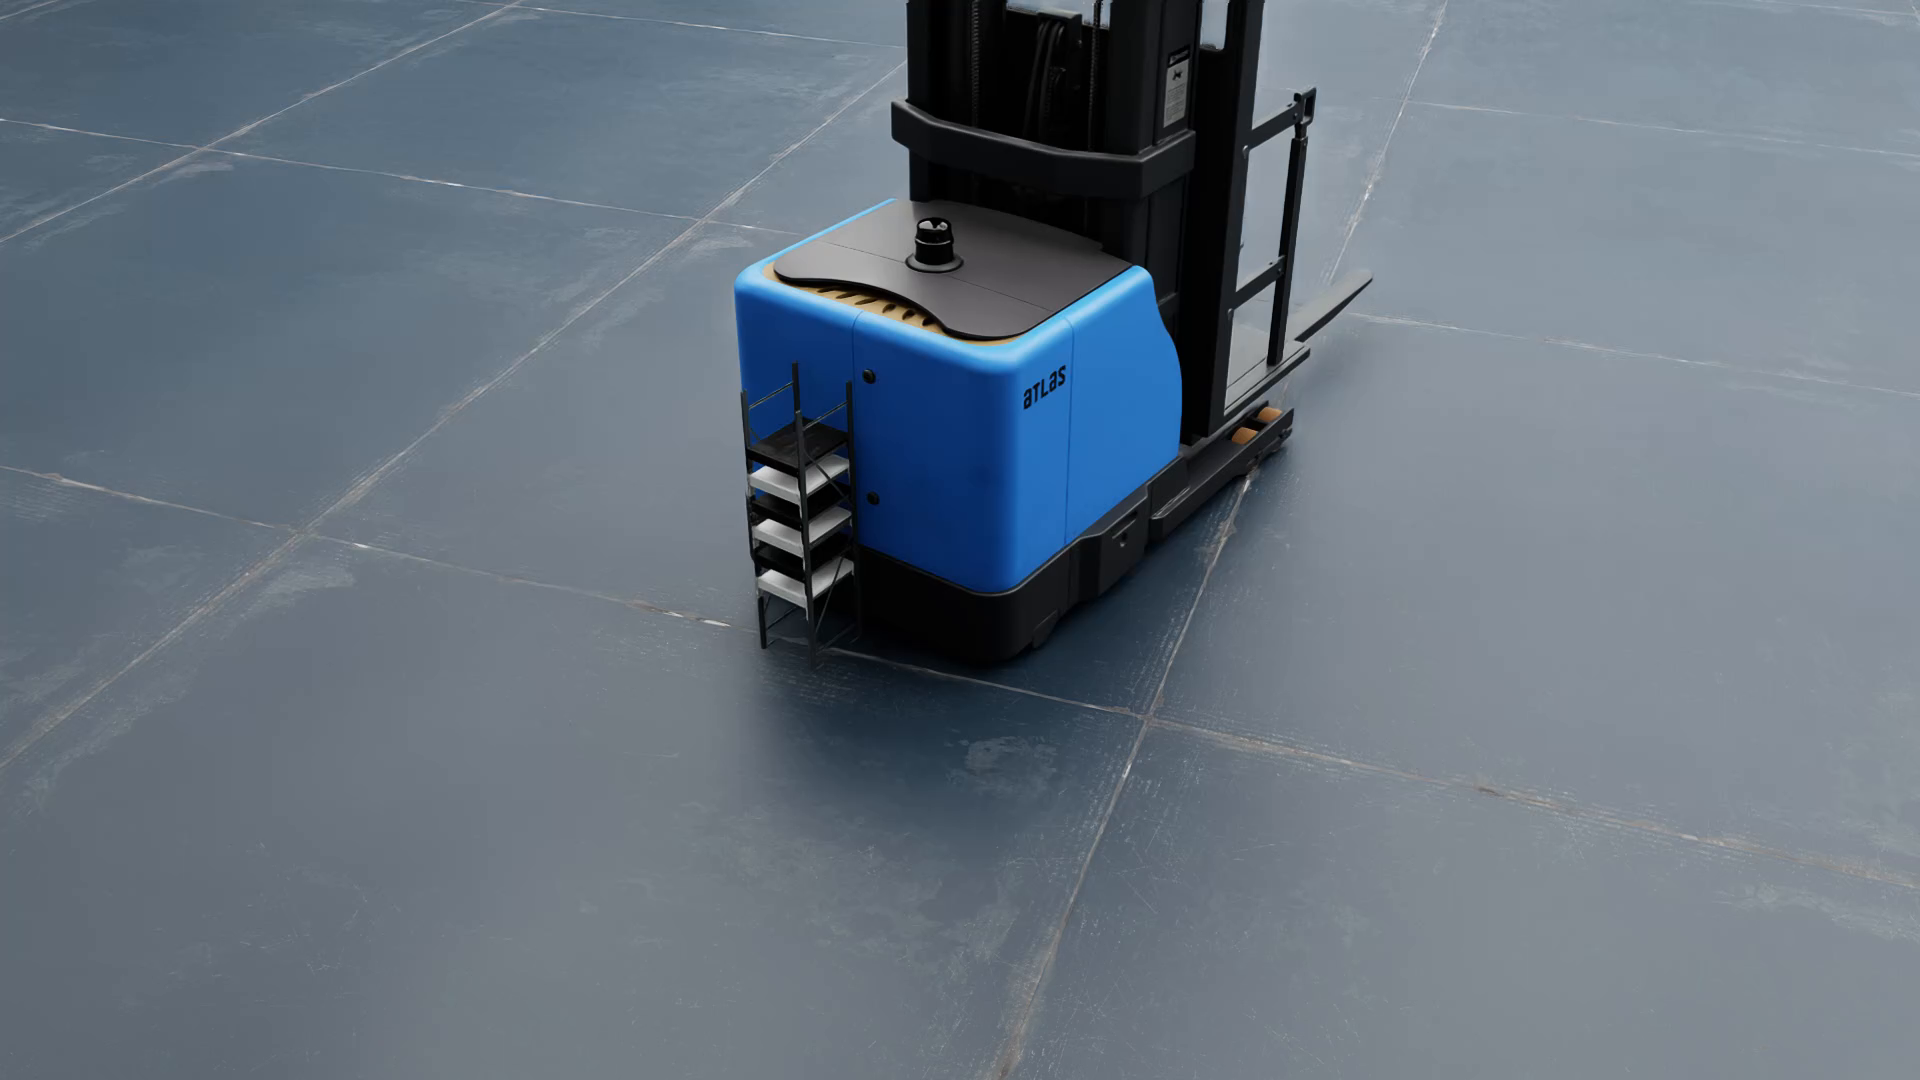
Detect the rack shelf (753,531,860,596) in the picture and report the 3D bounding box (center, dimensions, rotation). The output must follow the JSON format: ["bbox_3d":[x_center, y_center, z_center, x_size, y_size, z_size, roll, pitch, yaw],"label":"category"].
[{"bbox_3d":[-0.461,0.046,5.012,0.200,0.077,0.258,22,39,30],"label":"rack shelf"}]

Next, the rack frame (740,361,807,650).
[{"bbox_3d":[-0.544,-0.090,4.996,0.006,0.900,0.240,22,39,30],"label":"rack frame"}]

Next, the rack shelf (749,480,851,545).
[{"bbox_3d":[-0.462,-0.105,4.914,0.200,0.077,0.258,22,39,30],"label":"rack shelf"}]

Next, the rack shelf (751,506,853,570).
[{"bbox_3d":[-0.462,-0.029,4.963,0.200,0.077,0.258,22,39,30],"label":"rack shelf"}]

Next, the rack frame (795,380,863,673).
[{"bbox_3d":[-0.380,-0.025,4.895,0.006,0.900,0.240,22,39,30],"label":"rack frame"}]

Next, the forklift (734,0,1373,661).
[{"bbox_3d":[0.583,-1.614,5.484,1.130,2.935,3.031,22,39,30],"label":"forklift"}]

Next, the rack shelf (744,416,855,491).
[{"bbox_3d":[-0.462,-0.256,4.816,0.200,0.077,0.258,22,39,30],"label":"rack shelf"}]

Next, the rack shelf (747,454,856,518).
[{"bbox_3d":[-0.462,-0.180,4.865,0.200,0.077,0.258,22,39,30],"label":"rack shelf"}]

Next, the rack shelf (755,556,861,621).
[{"bbox_3d":[-0.461,0.122,5.061,0.200,0.077,0.258,22,39,30],"label":"rack shelf"}]

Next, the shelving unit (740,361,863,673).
[{"bbox_3d":[-0.462,-0.057,4.945,0.210,0.900,0.258,22,39,30],"label":"shelving unit"}]
